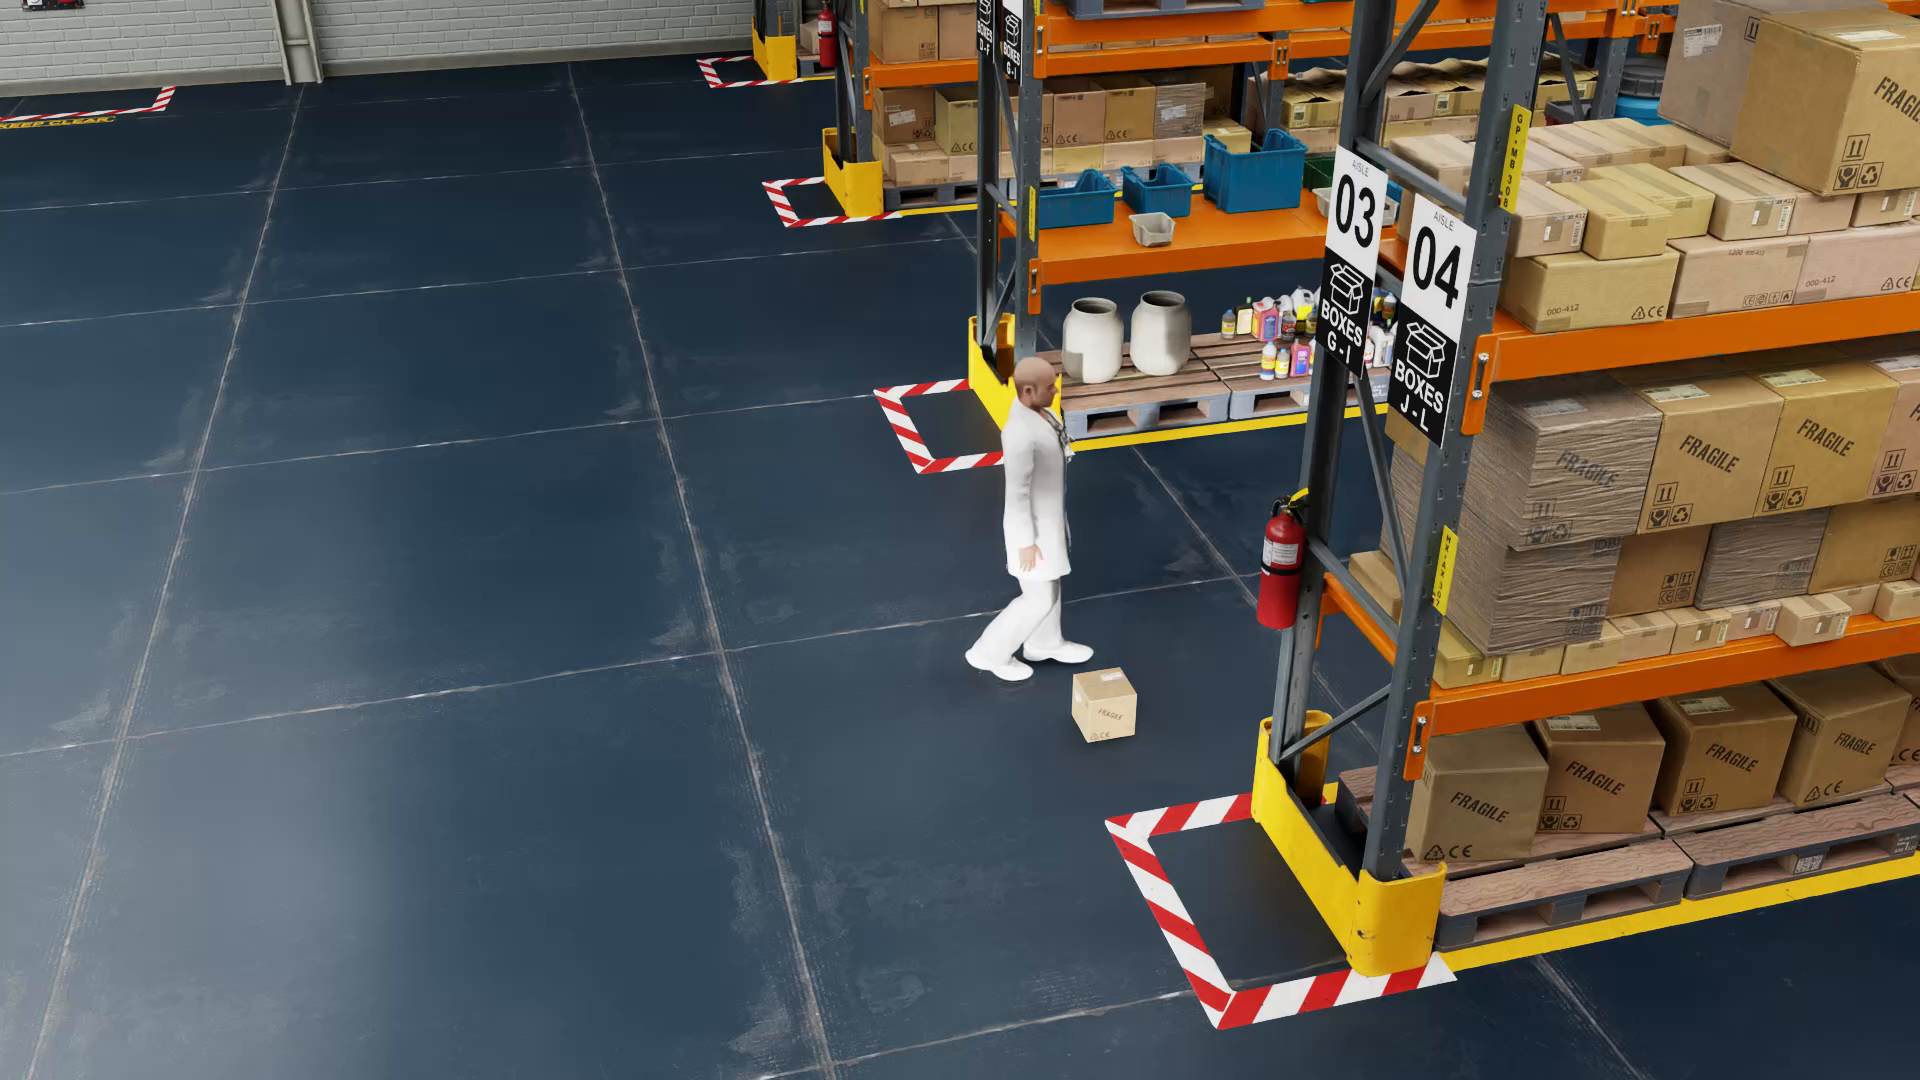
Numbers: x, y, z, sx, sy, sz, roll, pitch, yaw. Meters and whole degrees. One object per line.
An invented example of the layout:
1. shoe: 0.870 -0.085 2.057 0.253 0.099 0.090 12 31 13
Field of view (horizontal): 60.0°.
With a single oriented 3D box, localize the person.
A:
1. person: 0.372 -0.092 8.399 0.647 1.785 0.629 5 30 8
